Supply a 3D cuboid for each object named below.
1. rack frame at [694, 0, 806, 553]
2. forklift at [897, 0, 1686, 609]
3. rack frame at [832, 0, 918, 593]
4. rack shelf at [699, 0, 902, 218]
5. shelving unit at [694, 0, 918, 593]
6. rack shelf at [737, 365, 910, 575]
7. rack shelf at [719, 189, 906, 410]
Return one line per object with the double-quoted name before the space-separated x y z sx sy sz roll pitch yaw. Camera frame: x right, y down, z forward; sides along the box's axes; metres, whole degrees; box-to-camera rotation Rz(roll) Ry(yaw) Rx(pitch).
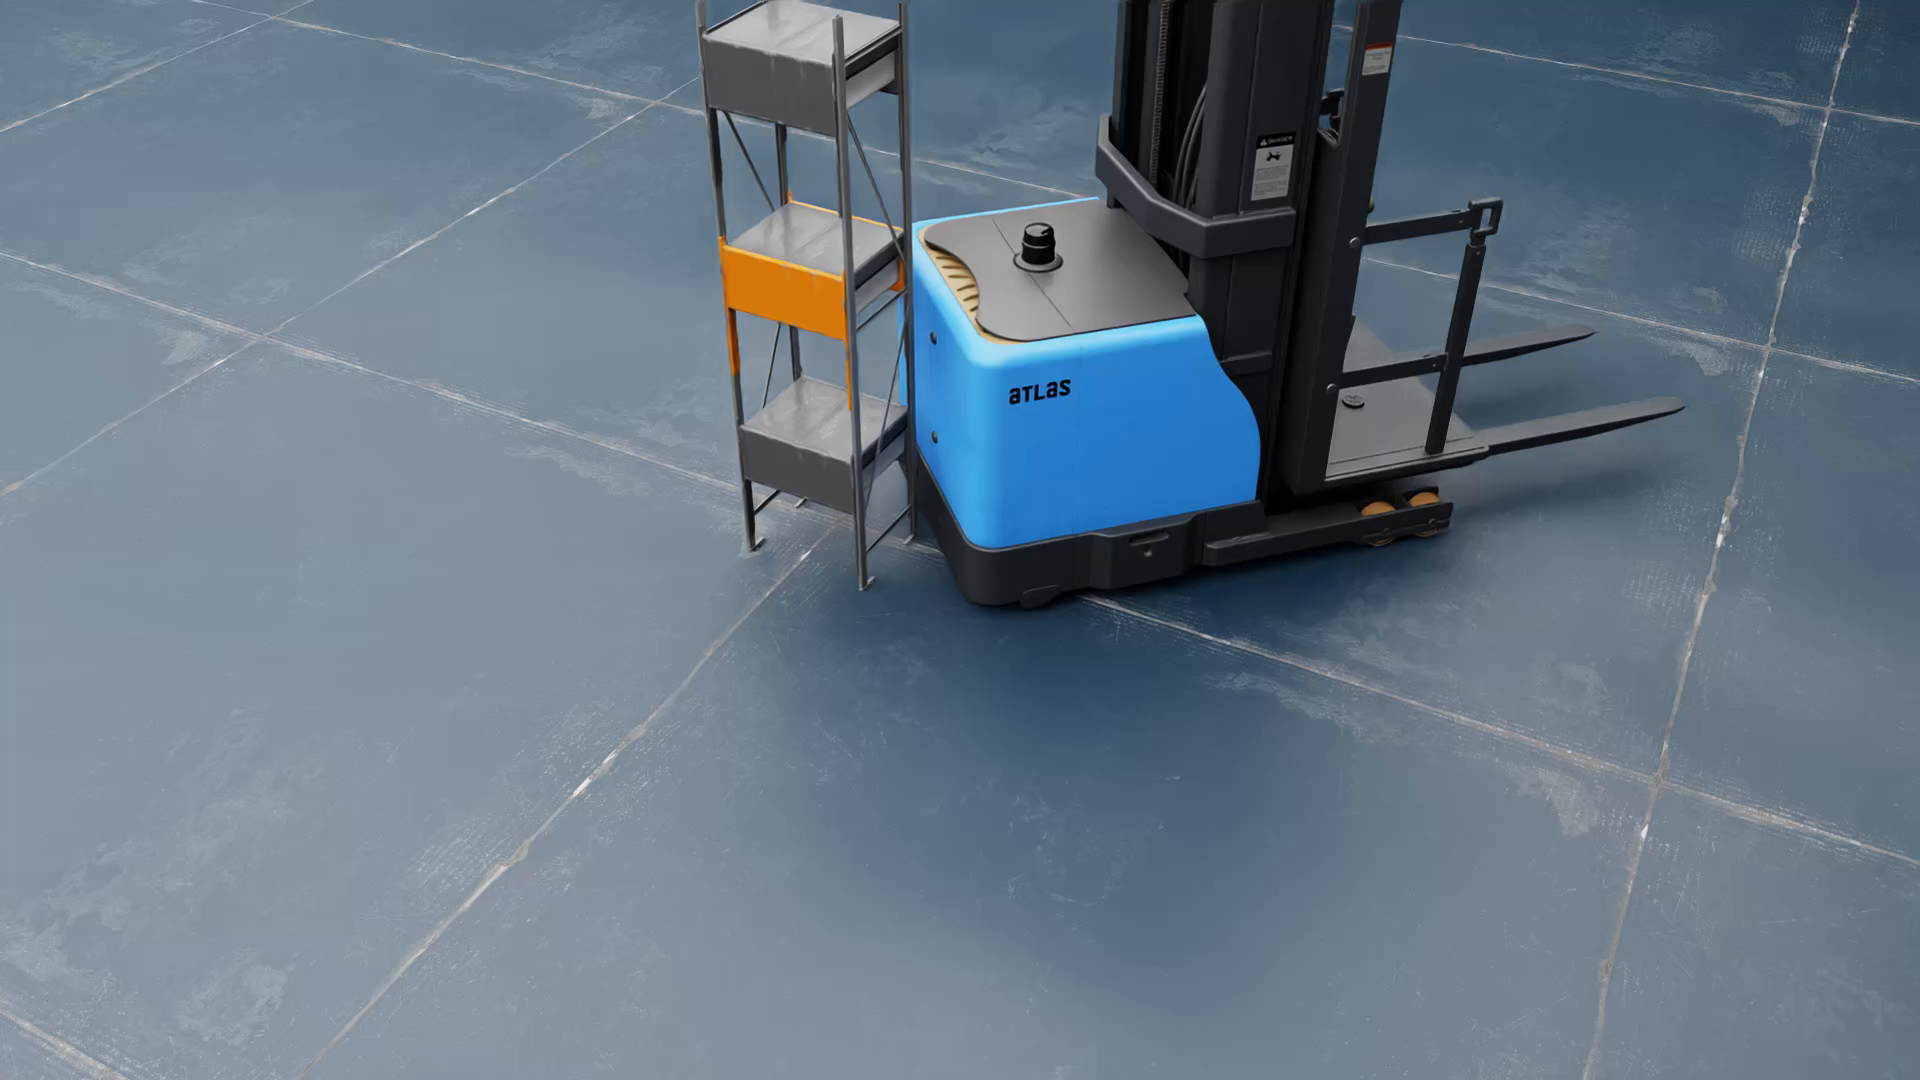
"rack frame" -0.689 -0.897 5.696 0.015 2.100 0.400 18 41 23
"forklift" 1.332 -1.439 5.722 3.031 2.935 1.130 -11 38 -14
"rack frame" -0.261 -0.755 5.508 0.015 2.100 0.400 18 41 23
"rack shelf" -0.475 -1.373 5.187 0.480 0.518 0.431 18 41 23
"shelving unit" -0.475 -0.826 5.602 0.503 2.100 0.431 18 41 23
"rack shelf" -0.475 -0.258 6.033 0.480 0.518 0.431 18 41 23
"rack shelf" -0.475 -0.815 5.610 0.480 0.518 0.431 18 41 23
